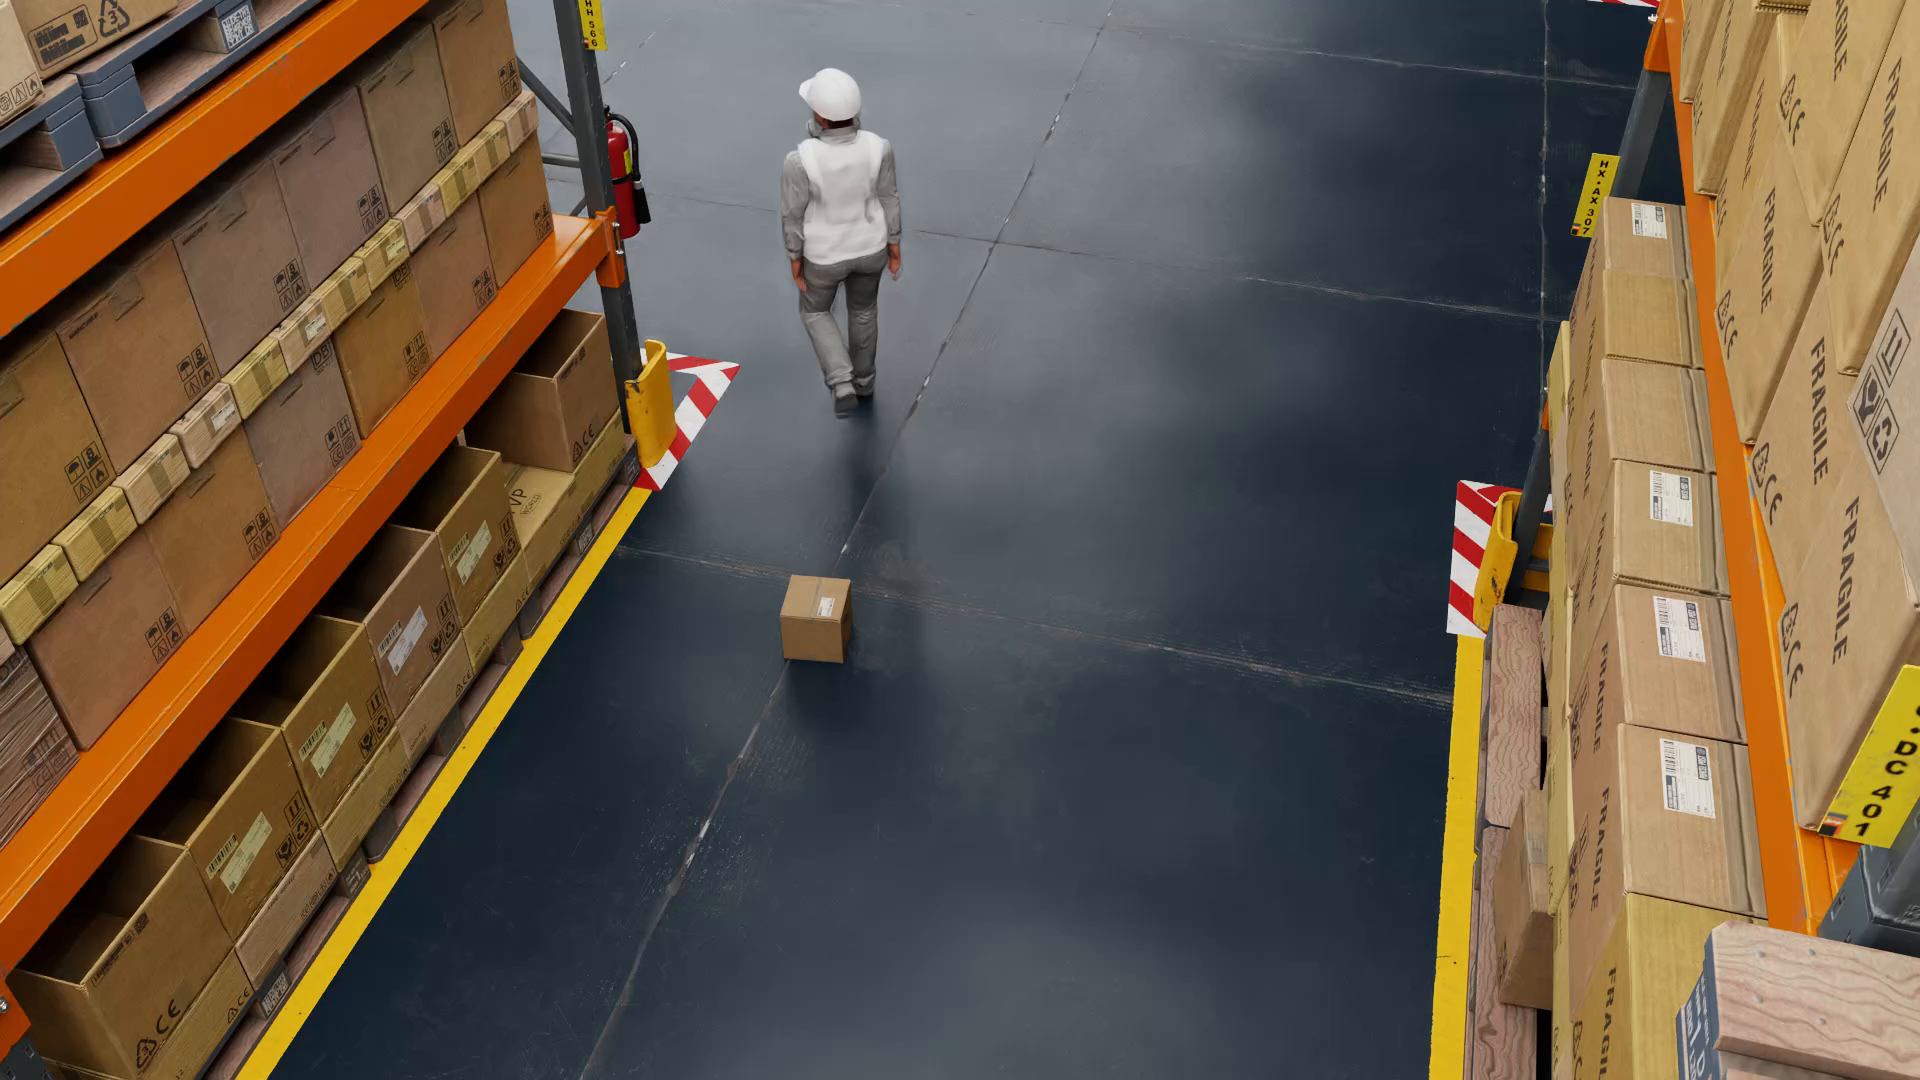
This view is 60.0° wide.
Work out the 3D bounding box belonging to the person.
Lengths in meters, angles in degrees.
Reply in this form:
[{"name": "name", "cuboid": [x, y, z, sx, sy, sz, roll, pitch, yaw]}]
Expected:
[{"name": "person", "cuboid": [-0.543, -1.350, 7.679, 0.563, 1.755, 0.627, -12, 42, -13]}]
